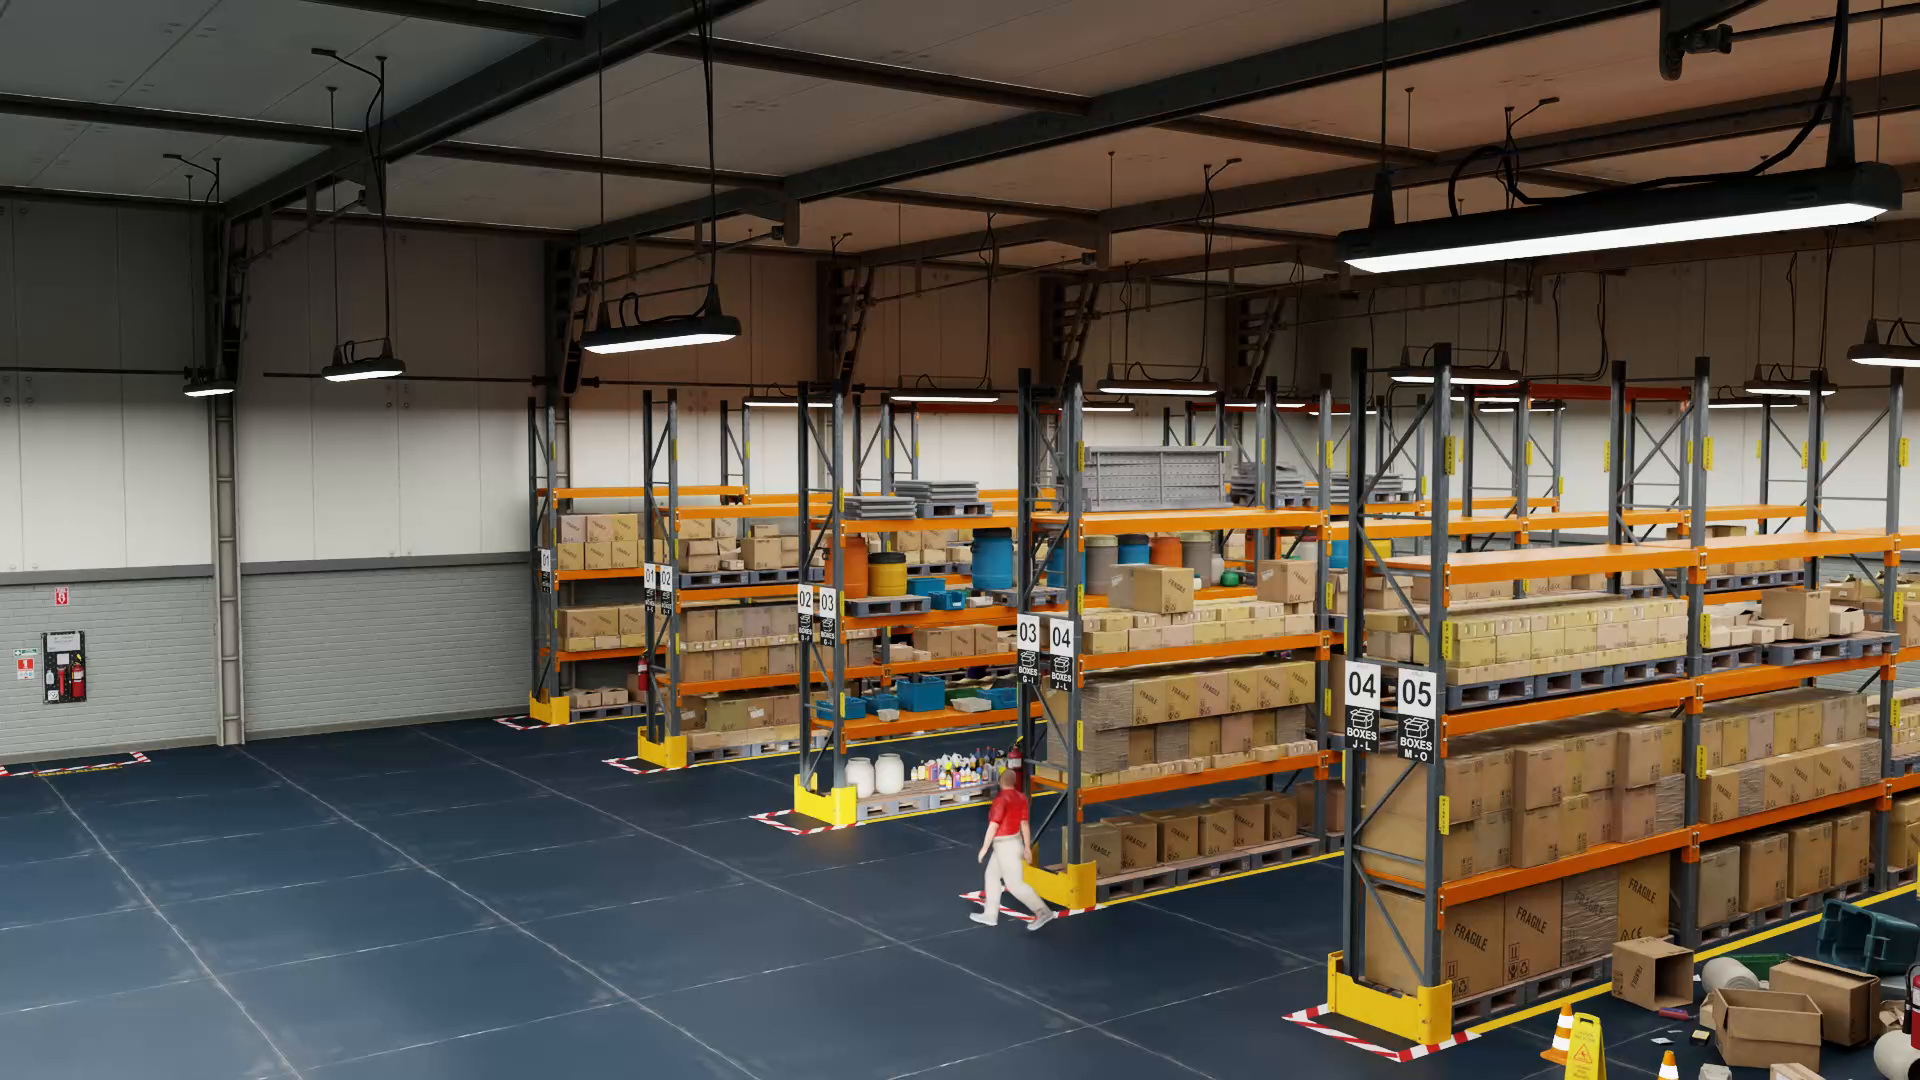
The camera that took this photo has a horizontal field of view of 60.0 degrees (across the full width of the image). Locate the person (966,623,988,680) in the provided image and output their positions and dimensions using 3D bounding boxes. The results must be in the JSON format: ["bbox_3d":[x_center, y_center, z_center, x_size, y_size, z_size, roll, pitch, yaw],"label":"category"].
[{"bbox_3d":[0.315,2.433,32.422,0.414,1.643,0.550,3,4,39],"label":"person"}]

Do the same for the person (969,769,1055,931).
[{"bbox_3d":[0.549,3.272,17.618,0.968,1.682,0.493,1,3,11],"label":"person"}]
